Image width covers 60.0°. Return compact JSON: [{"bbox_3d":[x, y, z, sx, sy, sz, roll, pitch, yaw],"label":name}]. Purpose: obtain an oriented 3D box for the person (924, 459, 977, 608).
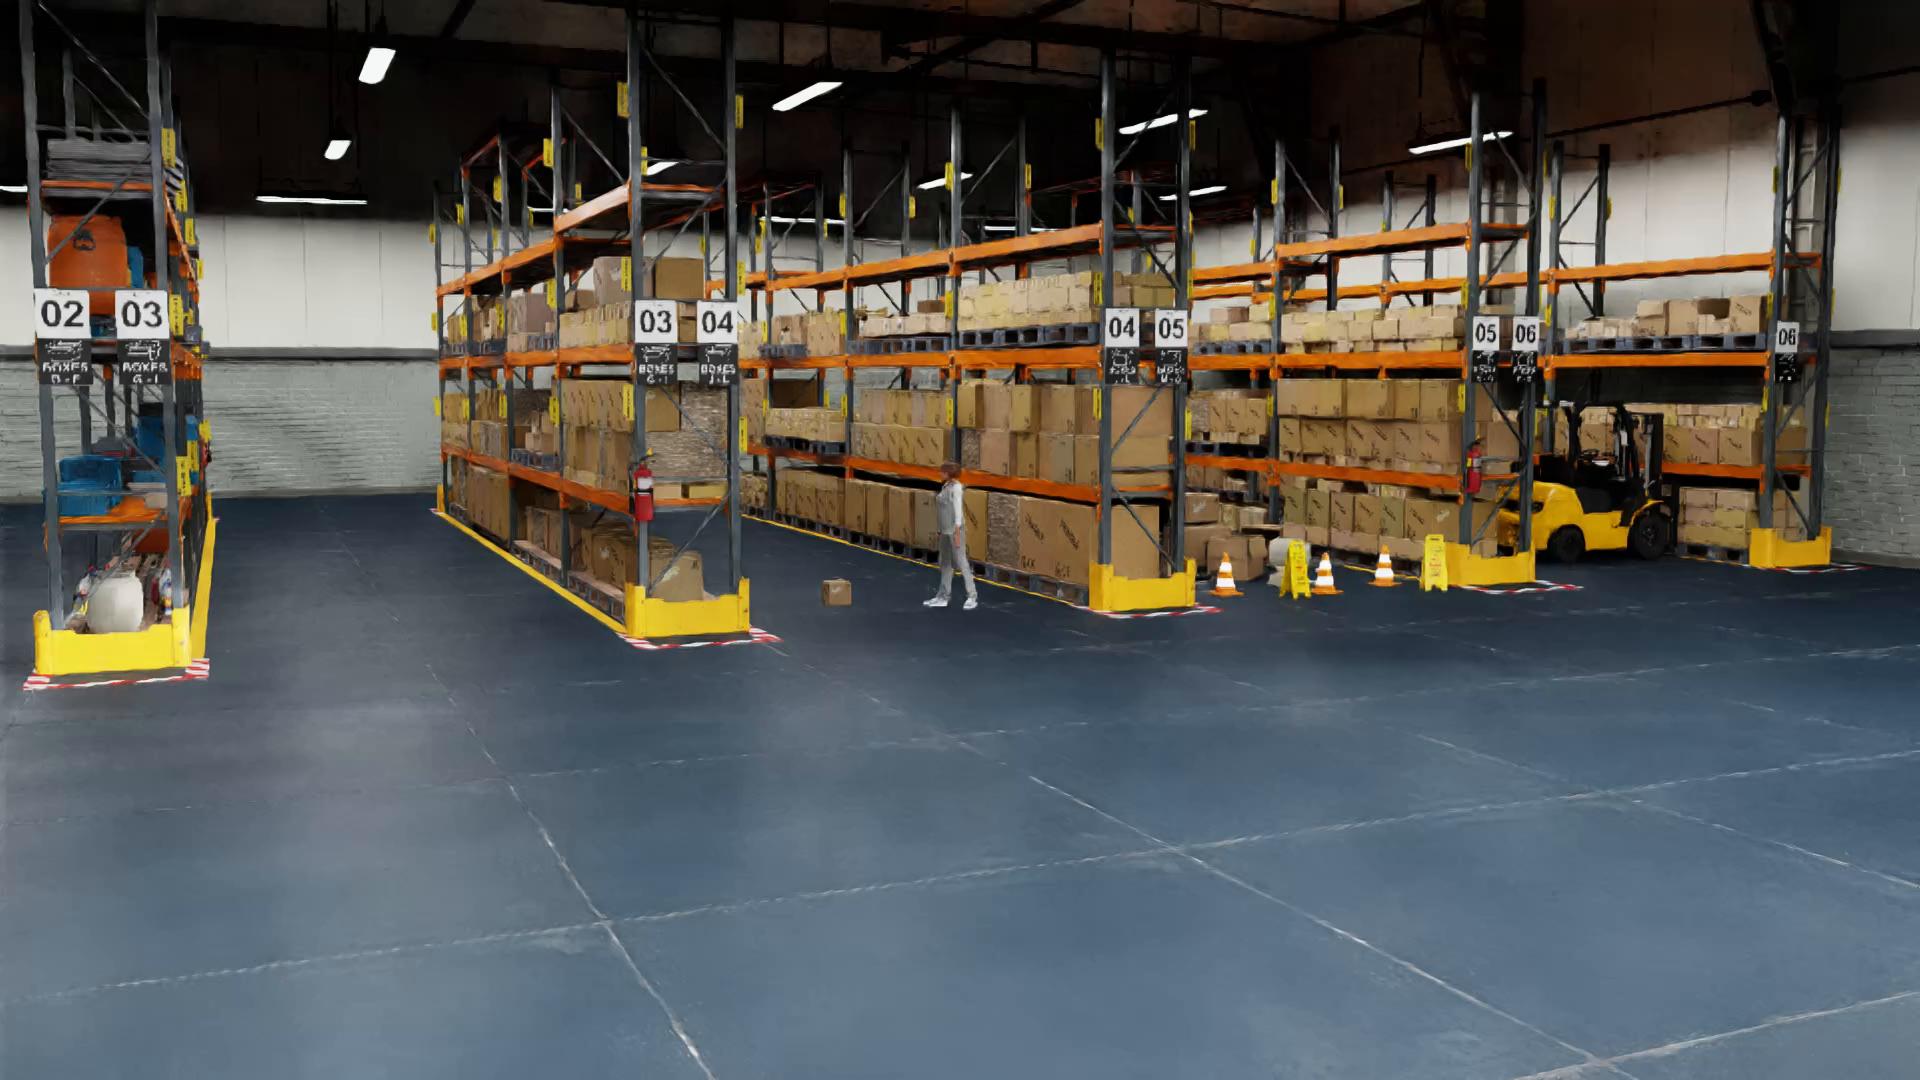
[{"bbox_3d":[-0.106,-0.077,17.830,0.533,1.587,0.594,-2,6,-21],"label":"person"}]
